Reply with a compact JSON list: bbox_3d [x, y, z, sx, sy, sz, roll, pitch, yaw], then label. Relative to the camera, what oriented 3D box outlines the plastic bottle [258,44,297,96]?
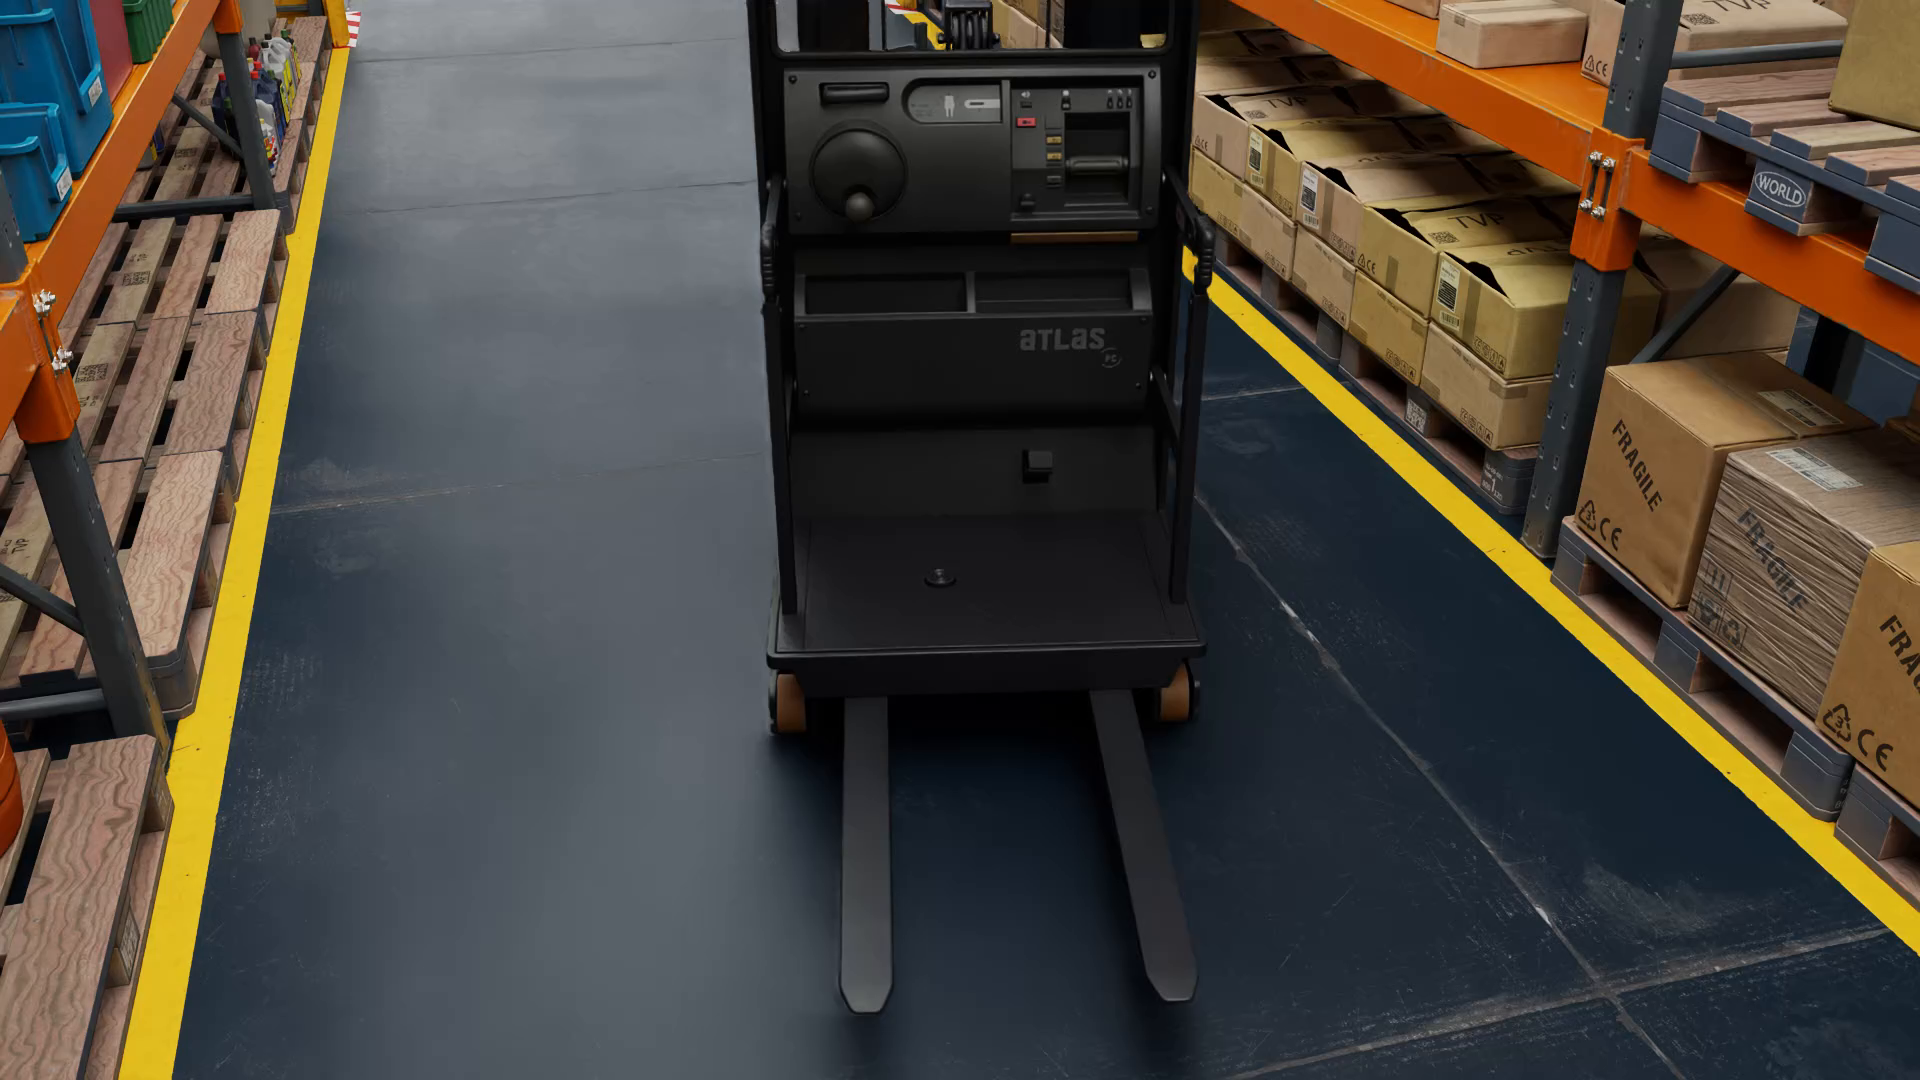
[{"bbox_3d":[-3.653,-2.524,8.896,0.152,0.276,0.135,-9,31,-15],"label":"plastic bottle"}]

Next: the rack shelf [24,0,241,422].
[{"bbox_3d":[-3.048,-1.324,5.261,1.077,0.370,4.000,-8,31,-13],"label":"rack shelf"}]

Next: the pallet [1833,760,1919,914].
[{"bbox_3d":[2.741,0.834,3.598,1.003,0.211,1.213,-8,31,-13],"label":"pallet"}]

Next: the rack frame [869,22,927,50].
[{"bbox_3d":[-0.352,-1.476,6.676,0.500,1.125,0.032,-16,34,-25],"label":"rack frame"}]

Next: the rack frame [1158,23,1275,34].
[{"bbox_3d":[1.198,-3.258,7.885,1.000,3.000,0.127,-8,31,-13],"label":"rack frame"}]

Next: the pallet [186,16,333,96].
[{"bbox_3d":[-4.365,-2.903,10.054,1.003,0.211,1.213,-8,31,-13],"label":"pallet"}]

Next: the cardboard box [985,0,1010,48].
[{"bbox_3d":[0.460,-3.168,10.055,0.500,0.250,0.500,-8,31,-13],"label":"cardboard box"}]

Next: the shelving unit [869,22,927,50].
[{"bbox_3d":[-0.100,-1.254,6.294,0.538,1.125,1.048,-16,34,-25],"label":"shelving unit"}]

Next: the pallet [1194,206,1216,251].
[{"bbox_3d":[1.431,-1.701,7.977,1.003,0.211,1.213,-8,31,-13],"label":"pallet"}]

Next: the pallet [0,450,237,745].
[{"bbox_3d":[-2.686,0.158,4.766,1.003,0.211,1.213,-8,31,-13],"label":"pallet"}]

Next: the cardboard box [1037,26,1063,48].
[{"bbox_3d":[0.741,-2.688,9.224,0.500,0.250,0.500,-8,31,-13],"label":"cardboard box"}]

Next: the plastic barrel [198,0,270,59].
[{"bbox_3d":[-4.259,-3.088,9.656,0.421,0.512,0.421,0,30,0],"label":"plastic barrel"}]

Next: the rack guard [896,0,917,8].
[{"bbox_3d":[0.130,-4.120,11.869,1.175,0.500,0.348,-8,31,-13],"label":"rack guard"}]

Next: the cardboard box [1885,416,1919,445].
[{"bbox_3d":[2.734,-0.014,4.336,0.500,0.500,0.500,-7,31,-11],"label":"cardboard box"}]

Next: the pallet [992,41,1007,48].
[{"bbox_3d":[0.699,-3.031,10.276,1.003,0.211,1.213,-8,31,-13],"label":"pallet"}]

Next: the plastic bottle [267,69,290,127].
[{"bbox_3d":[-3.447,-2.238,8.394,0.061,0.283,0.133,-6,31,-11],"label":"plastic bottle"}]

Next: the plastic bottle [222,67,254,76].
[{"bbox_3d":[-3.692,-2.323,8.548,0.152,0.276,0.135,-8,31,-13],"label":"plastic bottle"}]

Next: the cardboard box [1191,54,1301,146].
[{"bbox_3d":[1.195,-2.017,7.507,0.500,0.311,0.500,-8,31,-14],"label":"cardboard box"}]

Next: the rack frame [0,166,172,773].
[{"bbox_3d":[-2.517,-0.669,3.412,1.000,3.000,0.127,-8,31,-13],"label":"rack frame"}]

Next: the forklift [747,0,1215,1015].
[{"bbox_3d":[0.047,-0.925,3.923,1.130,2.935,3.031,-1,30,-2],"label":"forklift"}]

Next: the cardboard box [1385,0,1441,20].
[{"bbox_3d":[1.798,-2.178,5.918,0.500,0.500,0.500,-10,31,-16],"label":"cardboard box"}]

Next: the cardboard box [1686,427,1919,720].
[{"bbox_3d":[2.249,0.075,4.182,0.500,0.500,0.500,-9,31,-15],"label":"cardboard box"}]

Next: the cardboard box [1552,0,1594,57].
[{"bbox_3d":[2.209,-1.745,5.360,0.500,0.311,0.500,-8,31,-14],"label":"cardboard box"}]

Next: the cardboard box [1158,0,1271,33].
[{"bbox_3d":[1.376,-2.840,8.739,0.500,0.500,0.500,-8,31,-13],"label":"cardboard box"}]

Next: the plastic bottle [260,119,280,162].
[{"bbox_3d":[-3.295,-1.891,7.877,0.097,0.201,0.097,0,30,0],"label":"plastic bottle"}]

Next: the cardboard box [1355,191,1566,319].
[{"bbox_3d":[1.739,-1.031,5.803,0.500,0.311,0.500,-8,31,-14],"label":"cardboard box"}]

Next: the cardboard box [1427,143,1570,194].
[{"bbox_3d":[2.123,-1.352,6.357,0.500,0.311,0.500,-9,31,-15],"label":"cardboard box"}]

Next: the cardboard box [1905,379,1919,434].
[{"bbox_3d":[2.753,-0.312,4.102,0.500,0.250,0.500,-7,31,-11],"label":"cardboard box"}]

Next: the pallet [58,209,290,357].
[{"bbox_3d":[-3.333,-1.020,6.802,1.003,0.211,1.213,-8,31,-13],"label":"pallet"}]

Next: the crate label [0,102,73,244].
[{"bbox_3d":[-2.268,-0.850,3.892,0.303,0.233,0.416,-8,31,-13],"label":"crate label"}]

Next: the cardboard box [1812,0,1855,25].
[{"bbox_3d":[5.659,-3.523,10.399,0.500,0.500,0.500,-10,32,-17],"label":"cardboard box"}]

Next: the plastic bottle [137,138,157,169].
[{"bbox_3d":[-3.889,-1.937,7.808,0.144,0.351,0.185,-8,31,-13],"label":"plastic bottle"}]

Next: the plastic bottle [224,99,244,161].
[{"bbox_3d":[-3.456,-1.966,7.925,0.061,0.283,0.133,-8,31,-13],"label":"plastic bottle"}]

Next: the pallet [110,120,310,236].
[{"bbox_3d":[-3.717,-1.724,8.018,1.003,0.211,1.213,-8,31,-13],"label":"pallet"}]

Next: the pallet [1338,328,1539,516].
[{"bbox_3d":[2.078,-0.522,5.941,1.003,0.211,1.213,-8,31,-13],"label":"pallet"}]

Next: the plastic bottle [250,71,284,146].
[{"bbox_3d":[-3.393,-2.090,8.072,0.144,0.351,0.185,-7,31,-12],"label":"plastic bottle"}]

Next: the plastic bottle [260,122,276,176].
[{"bbox_3d":[-3.241,-1.823,7.690,0.097,0.271,0.097,0,30,0],"label":"plastic bottle"}]

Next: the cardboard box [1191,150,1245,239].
[{"bbox_3d":[1.340,-1.525,7.216,0.500,0.250,0.500,-9,31,-15],"label":"cardboard box"}]

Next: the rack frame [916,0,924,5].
[{"bbox_3d":[0.136,-5.190,11.222,1.000,3.000,0.127,-8,31,-13],"label":"rack frame"}]

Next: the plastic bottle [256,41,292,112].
[{"bbox_3d":[-3.556,-2.387,8.584,0.144,0.351,0.185,-8,31,-14],"label":"plastic bottle"}]

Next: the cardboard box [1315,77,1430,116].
[{"bbox_3d":[1.856,-1.843,7.206,0.500,0.311,0.500,-8,31,-13],"label":"cardboard box"}]

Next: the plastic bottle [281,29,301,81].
[{"bbox_3d":[-3.682,-2.665,9.133,0.061,0.283,0.133,-7,31,-12],"label":"plastic bottle"}]

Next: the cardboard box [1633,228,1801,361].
[{"bbox_3d":[2.403,-0.853,5.494,0.500,0.311,0.500,-7,31,-12],"label":"cardboard box"}]

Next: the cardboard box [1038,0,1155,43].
[{"bbox_3d":[0.742,-3.012,9.037,0.500,0.500,0.500,-8,31,-13],"label":"cardboard box"}]

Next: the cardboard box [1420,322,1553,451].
[{"bbox_3d":[1.884,-0.540,5.513,0.500,0.250,0.500,-7,31,-12],"label":"cardboard box"}]

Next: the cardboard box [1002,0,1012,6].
[{"bbox_3d":[0.459,-3.493,9.867,0.500,0.500,0.500,-8,31,-13],"label":"cardboard box"}]

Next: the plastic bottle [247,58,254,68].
[{"bbox_3d":[-3.769,-2.466,8.870,0.097,0.201,0.097,0,30,0],"label":"plastic bottle"}]

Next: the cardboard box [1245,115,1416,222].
[{"bbox_3d":[1.476,-1.517,6.643,0.500,0.311,0.500,-7,31,-12],"label":"cardboard box"}]

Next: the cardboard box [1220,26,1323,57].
[{"bbox_3d":[1.582,-2.335,8.056,0.500,0.311,0.500,-8,31,-13],"label":"cardboard box"}]

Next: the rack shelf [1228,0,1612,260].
[{"bbox_3d":[1.728,-1.981,6.396,1.077,0.370,4.000,-8,31,-13],"label":"rack shelf"}]

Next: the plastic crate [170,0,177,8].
[{"bbox_3d":[-2.986,-2.103,5.905,0.392,0.384,0.575,-8,31,-13],"label":"plastic crate"}]

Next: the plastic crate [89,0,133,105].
[{"bbox_3d":[-2.651,-1.518,4.815,0.402,0.464,0.583,-8,31,-13],"label":"plastic crate"}]

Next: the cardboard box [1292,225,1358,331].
[{"bbox_3d":[1.614,-1.031,6.363,0.500,0.250,0.500,-7,31,-12],"label":"cardboard box"}]
